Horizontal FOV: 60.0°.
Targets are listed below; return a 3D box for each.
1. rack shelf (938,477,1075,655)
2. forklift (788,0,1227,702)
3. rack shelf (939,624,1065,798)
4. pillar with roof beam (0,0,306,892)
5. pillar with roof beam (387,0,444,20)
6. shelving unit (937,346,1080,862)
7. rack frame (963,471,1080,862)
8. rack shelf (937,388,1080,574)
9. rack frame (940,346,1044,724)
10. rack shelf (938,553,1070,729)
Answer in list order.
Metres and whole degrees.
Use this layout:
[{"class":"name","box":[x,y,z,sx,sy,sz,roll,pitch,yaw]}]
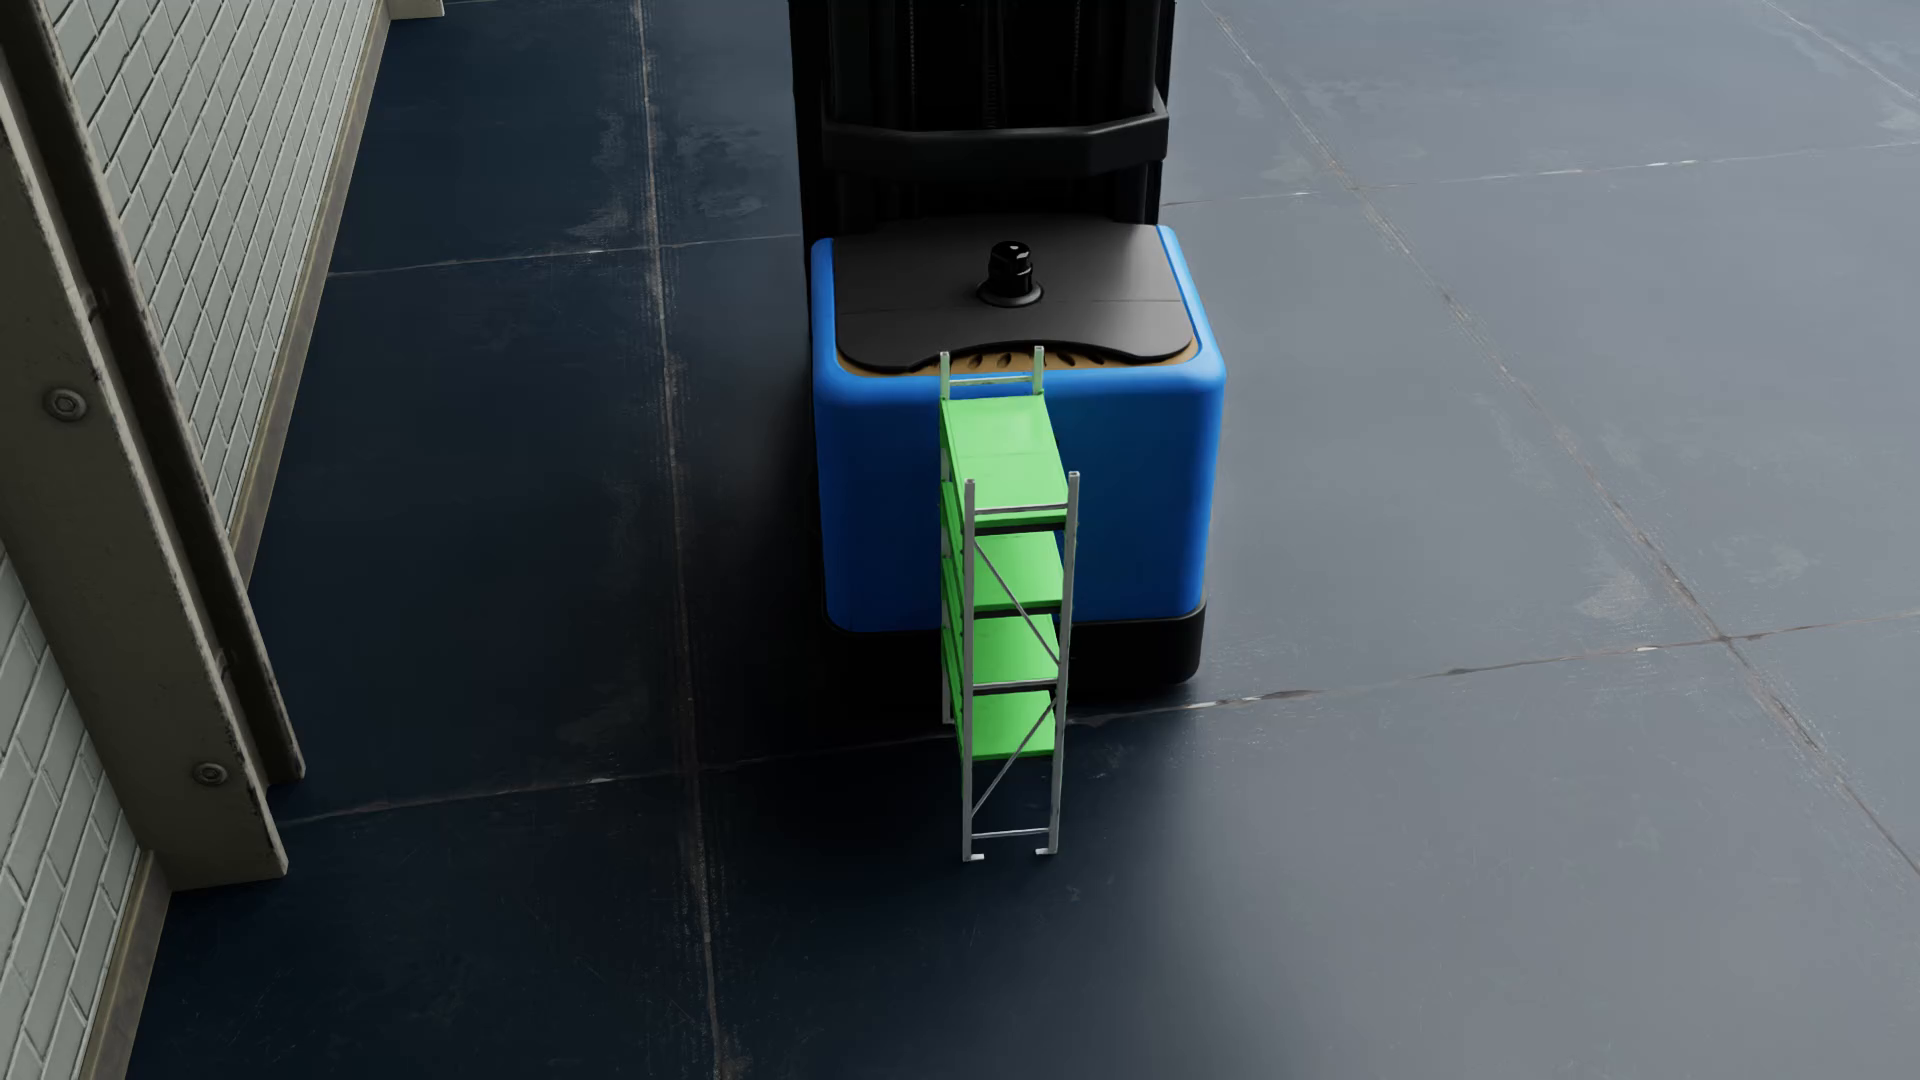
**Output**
[{"class":"rack shelf","box":[0.101,0.045,3.918,0.258,0.148,0.480,-4,39,-5]},{"class":"forklift","box":[0.042,-1.603,4.924,1.130,2.935,3.031,-3,38,-4]},{"class":"rack shelf","box":[0.100,0.418,4.221,0.258,0.148,0.480,-4,39,-5]},{"class":"pillar with roof beam","box":[2.362,-3.277,2.133,9.100,9.000,0.400,-6,38,-8]},{"class":"pillar with roof beam","box":[1.310,-6.901,6.798,9.100,9.000,0.400,-6,38,-8]},{"class":"shelving unit","box":[0.100,0.182,4.029,0.258,1.200,0.503,-4,39,-5]},{"class":"rack frame","box":[0.128,0.335,3.841,0.240,1.200,0.015,-4,39,-5]},{"class":"rack shelf","box":[0.101,-0.141,3.766,0.258,0.148,0.480,-4,39,-5]},{"class":"rack frame","box":[0.073,0.029,4.217,0.240,1.200,0.015,-4,39,-5]},{"class":"rack shelf","box":[0.100,0.231,4.069,0.258,0.148,0.480,-4,39,-5]}]
